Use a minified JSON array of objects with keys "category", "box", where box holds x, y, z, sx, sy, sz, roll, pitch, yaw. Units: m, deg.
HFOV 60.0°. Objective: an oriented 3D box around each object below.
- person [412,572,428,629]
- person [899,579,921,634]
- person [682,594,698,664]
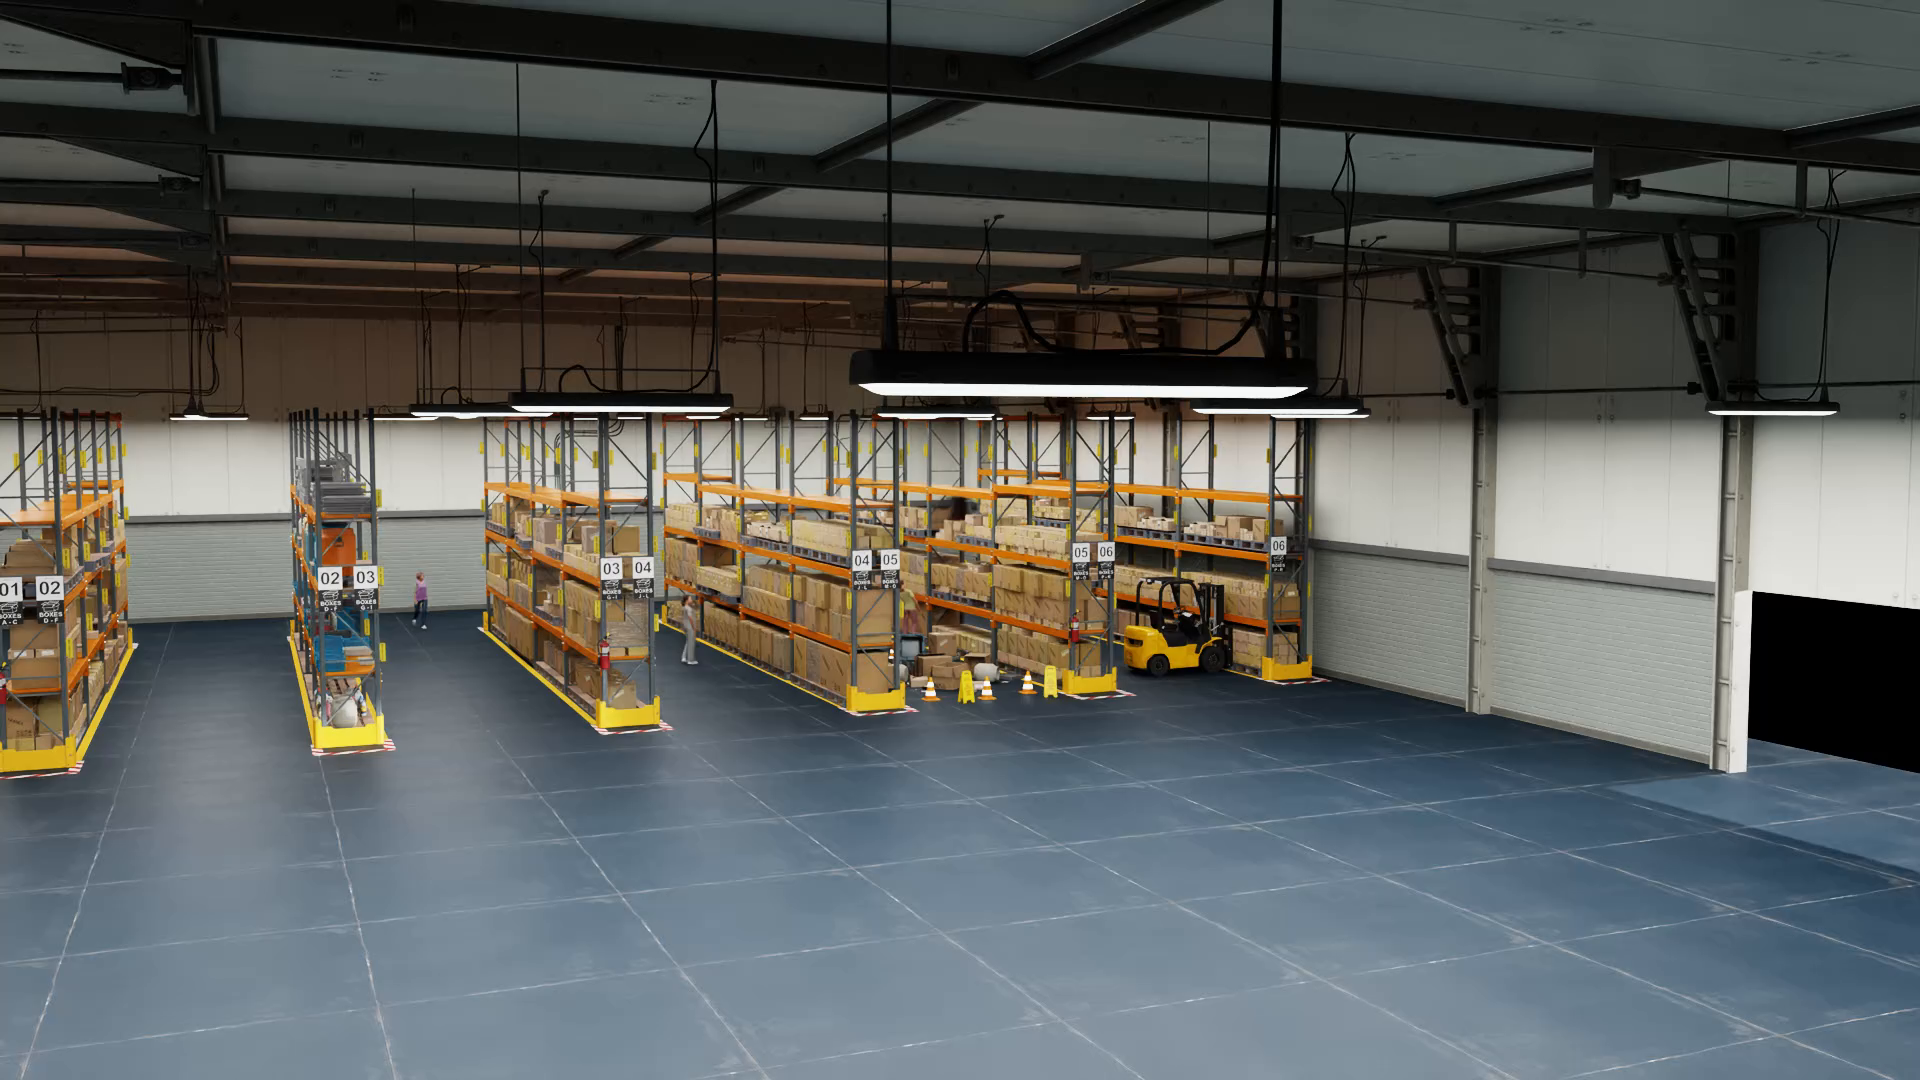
[{"category":"person","box":[-15.072,1.677,46.403,0.405,1.587,0.649,-3,5,-33]},{"category":"person","box":[-1.239,1.774,40.628,0.600,1.661,0.483,1,4,14]},{"category":"person","box":[-6.422,2.116,39.516,0.395,1.675,0.484,-3,5,-41]}]
